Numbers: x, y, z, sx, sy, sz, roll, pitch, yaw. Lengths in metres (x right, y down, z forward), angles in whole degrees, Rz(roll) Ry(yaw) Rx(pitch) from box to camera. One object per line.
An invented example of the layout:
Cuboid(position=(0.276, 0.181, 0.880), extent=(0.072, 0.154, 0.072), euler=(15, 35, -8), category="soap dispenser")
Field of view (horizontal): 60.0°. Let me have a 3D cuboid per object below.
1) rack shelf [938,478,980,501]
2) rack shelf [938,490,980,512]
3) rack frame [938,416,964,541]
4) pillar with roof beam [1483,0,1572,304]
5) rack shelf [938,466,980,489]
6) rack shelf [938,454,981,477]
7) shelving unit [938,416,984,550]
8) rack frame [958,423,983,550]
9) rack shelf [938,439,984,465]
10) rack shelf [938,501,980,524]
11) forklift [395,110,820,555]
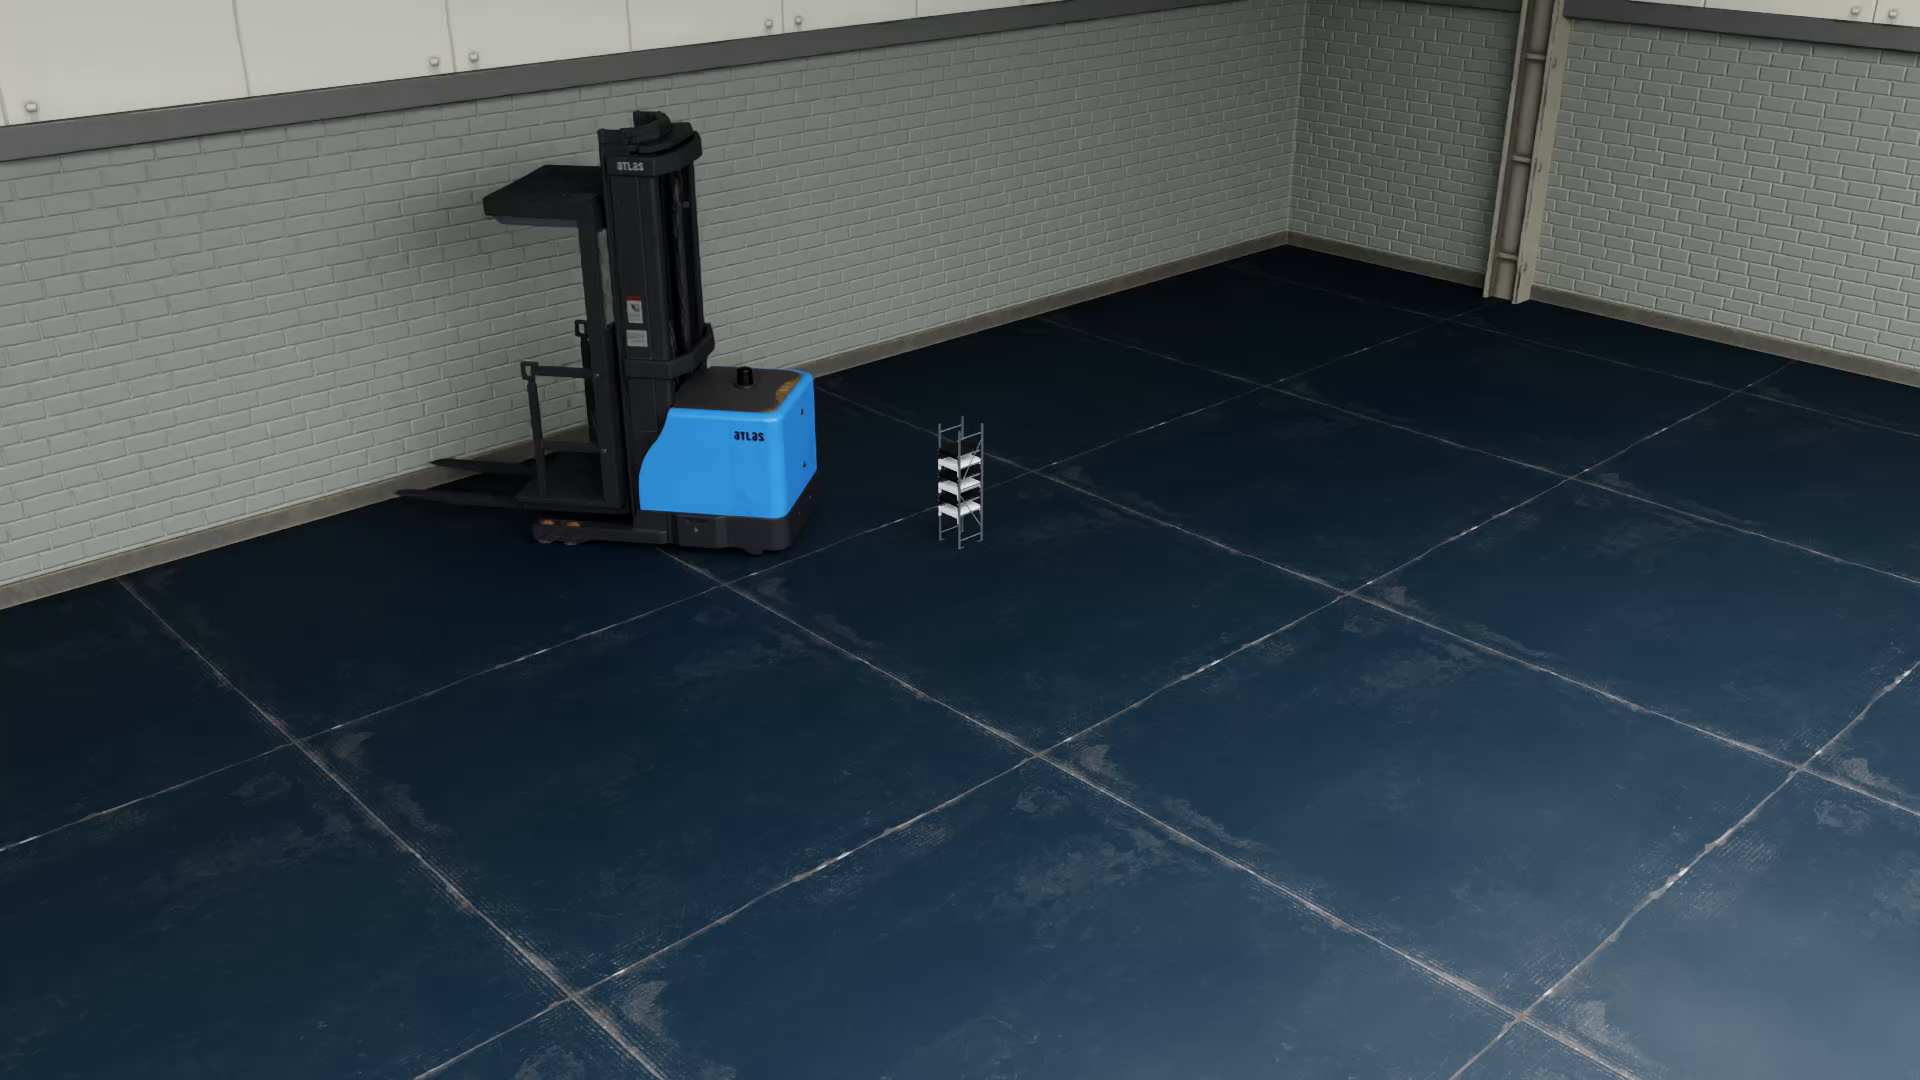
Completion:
Cuboid(position=(0.006, -0.377, 11.868), extent=(0.258, 0.077, 0.200), euler=(-21, 32, -38), category="rack shelf")
Cuboid(position=(0.006, -0.295, 11.906), extent=(0.258, 0.077, 0.200), euler=(-21, 32, -38), category="rack shelf")
Cuboid(position=(-0.064, -0.438, 11.922), extent=(0.240, 0.900, 0.006), euler=(-21, 32, -38), category="rack frame")
Cuboid(position=(2.677, -5.455, 13.162), extent=(9.100, 9.000, 0.400), euler=(-21, 32, -38), category="pillar with roof beam")
Cuboid(position=(0.006, -0.459, 11.831), extent=(0.258, 0.077, 0.200), euler=(-21, 32, -38), category="rack shelf")
Cuboid(position=(0.006, -0.540, 11.794), extent=(0.258, 0.077, 0.200), euler=(-21, 32, -38), category="rack shelf")
Cuboid(position=(0.006, -0.407, 11.855), extent=(0.258, 0.900, 0.210), euler=(-21, 32, -38), category="shelving unit")
Cuboid(position=(0.075, -0.376, 11.787), extent=(0.240, 0.900, 0.006), euler=(-21, 32, -38), category="rack frame")
Cuboid(position=(0.006, -0.622, 11.756), extent=(0.258, 0.077, 0.200), euler=(-21, 32, -38), category="rack shelf")
Cuboid(position=(0.006, -0.213, 11.943), extent=(0.258, 0.077, 0.200), euler=(-21, 32, -38), category="rack shelf")
Cuboid(position=(-2.623, -1.506, 11.816), extent=(3.031, 2.935, 1.130), euler=(4, 25, 9), category="forklift")
